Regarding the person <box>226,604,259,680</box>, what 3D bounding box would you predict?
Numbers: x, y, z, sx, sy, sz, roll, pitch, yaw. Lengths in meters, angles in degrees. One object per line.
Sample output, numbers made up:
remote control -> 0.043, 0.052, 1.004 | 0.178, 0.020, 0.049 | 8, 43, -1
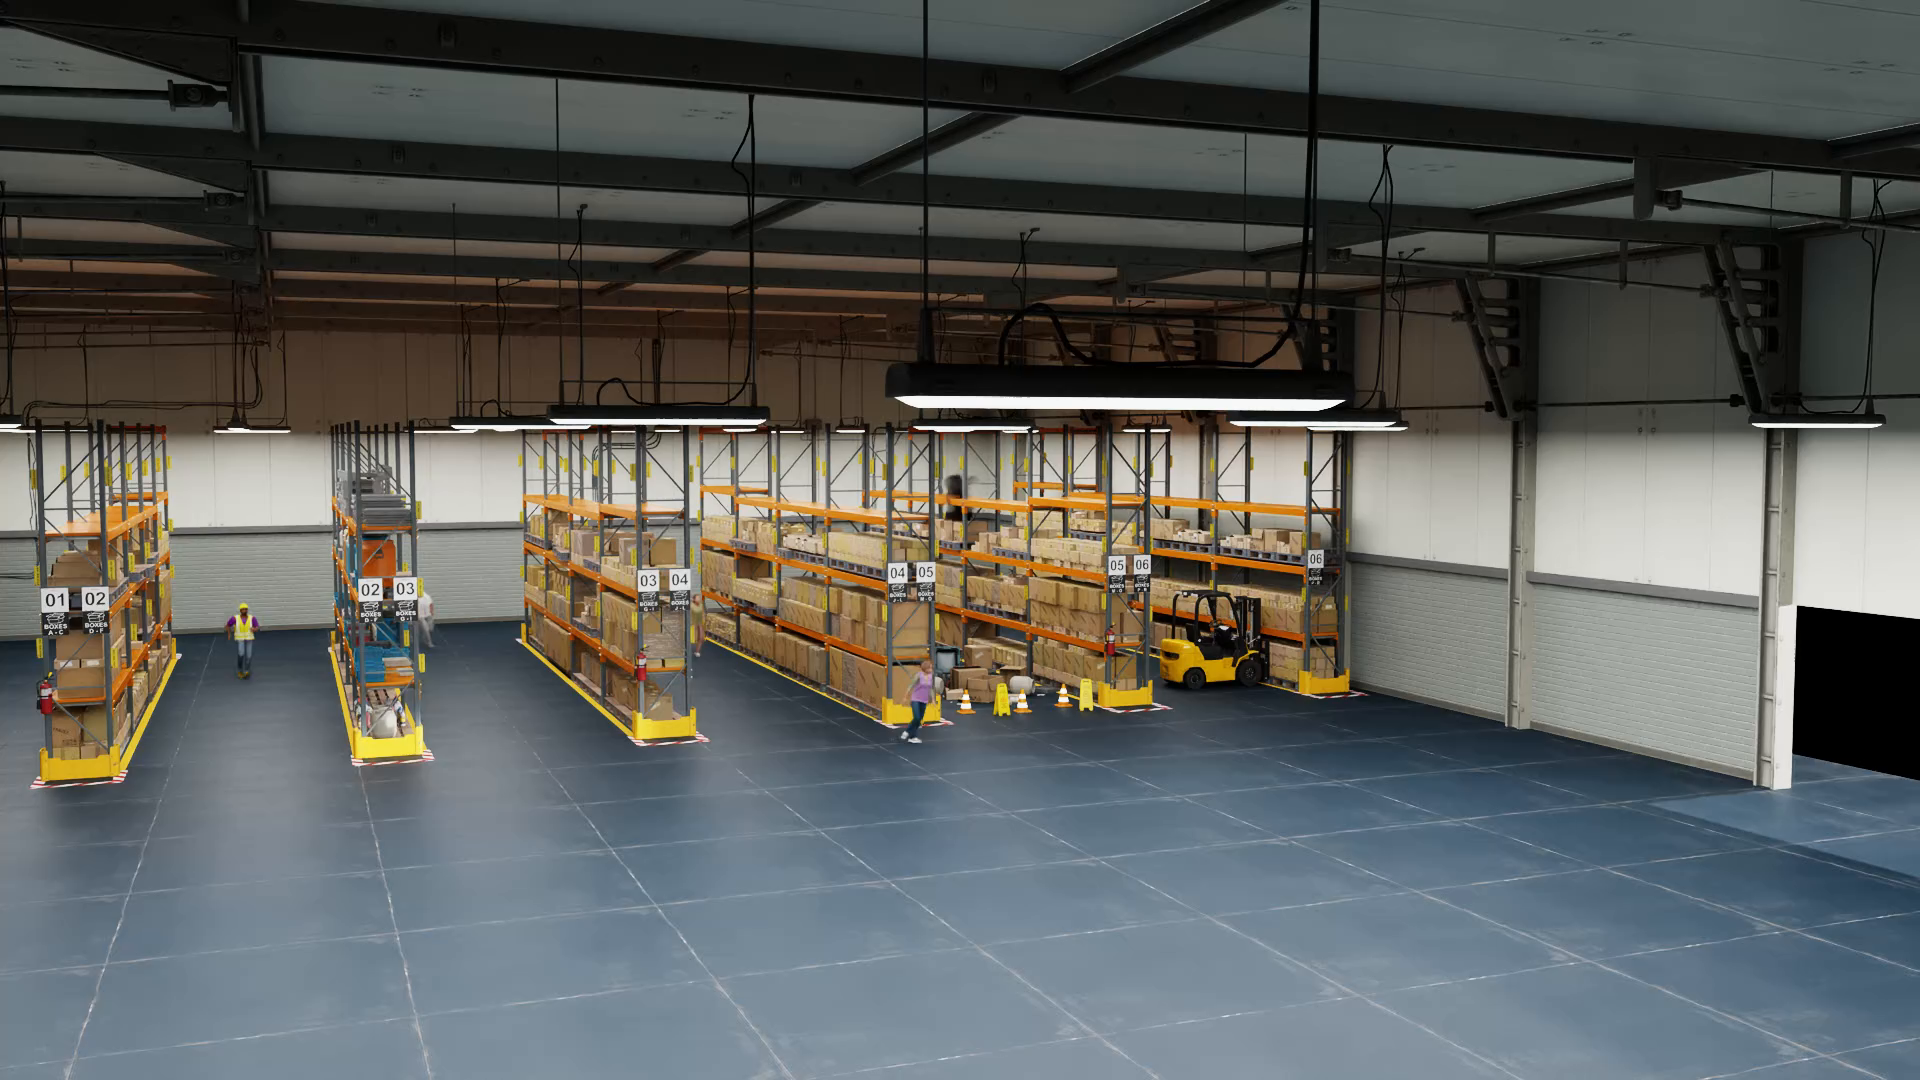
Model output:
person -> -16.898, 2.394, 39.239 | 0.697, 1.787, 0.718 | -2, 4, -31

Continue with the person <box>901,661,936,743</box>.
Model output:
person -> -0.771, 3.025, 30.978 | 0.569, 1.547, 0.533 | -3, 5, -40

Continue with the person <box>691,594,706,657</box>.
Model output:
person -> -6.894, 2.215, 43.422 | 0.595, 1.625, 0.555 | -2, 4, -35

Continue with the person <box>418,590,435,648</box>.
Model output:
person -> -14.562, 2.067, 44.907 | 0.739, 1.715, 0.651 | -3, 5, -41
